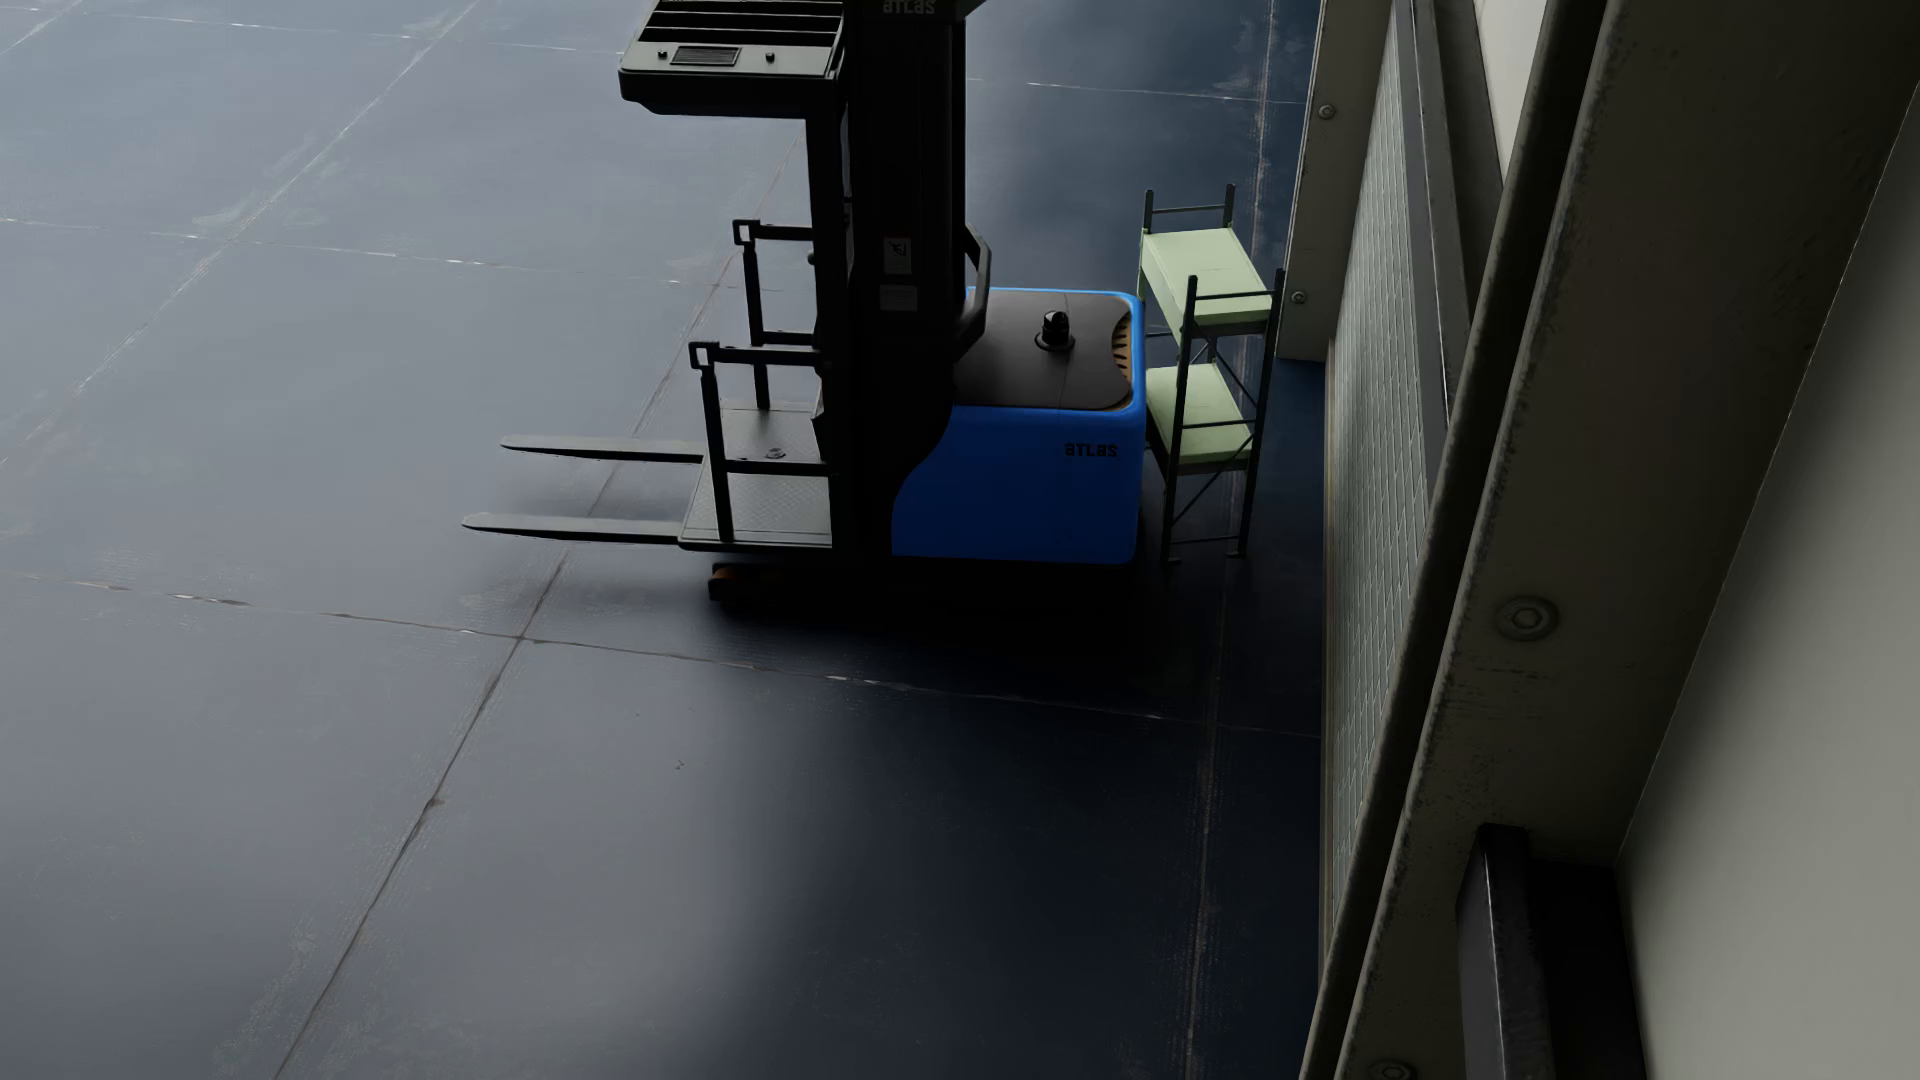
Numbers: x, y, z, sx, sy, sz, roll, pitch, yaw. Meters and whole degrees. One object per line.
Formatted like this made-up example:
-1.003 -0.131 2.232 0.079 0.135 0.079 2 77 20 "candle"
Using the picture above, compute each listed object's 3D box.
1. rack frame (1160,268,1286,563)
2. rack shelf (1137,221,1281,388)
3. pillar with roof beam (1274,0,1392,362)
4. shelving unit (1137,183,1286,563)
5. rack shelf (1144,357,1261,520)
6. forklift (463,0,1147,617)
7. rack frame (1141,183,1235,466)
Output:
1.117 -0.498 7.175 0.400 1.500 0.023 -6 40 -7 "rack frame"
1.061 -1.029 7.205 0.431 0.370 0.720 -6 40 -7 "rack shelf"
-2.364 -5.033 6.776 9.100 9.000 0.400 6 40 8 "pillar with roof beam"
1.061 -0.728 7.454 0.431 1.500 0.755 -6 40 -7 "shelving unit"
1.061 -0.477 7.661 0.431 0.370 0.720 -6 40 -7 "rack shelf"
-0.710 -1.176 6.872 3.031 2.935 1.130 3 40 4 "forklift"
1.005 -0.959 7.733 0.400 1.500 0.023 -6 40 -7 "rack frame"
